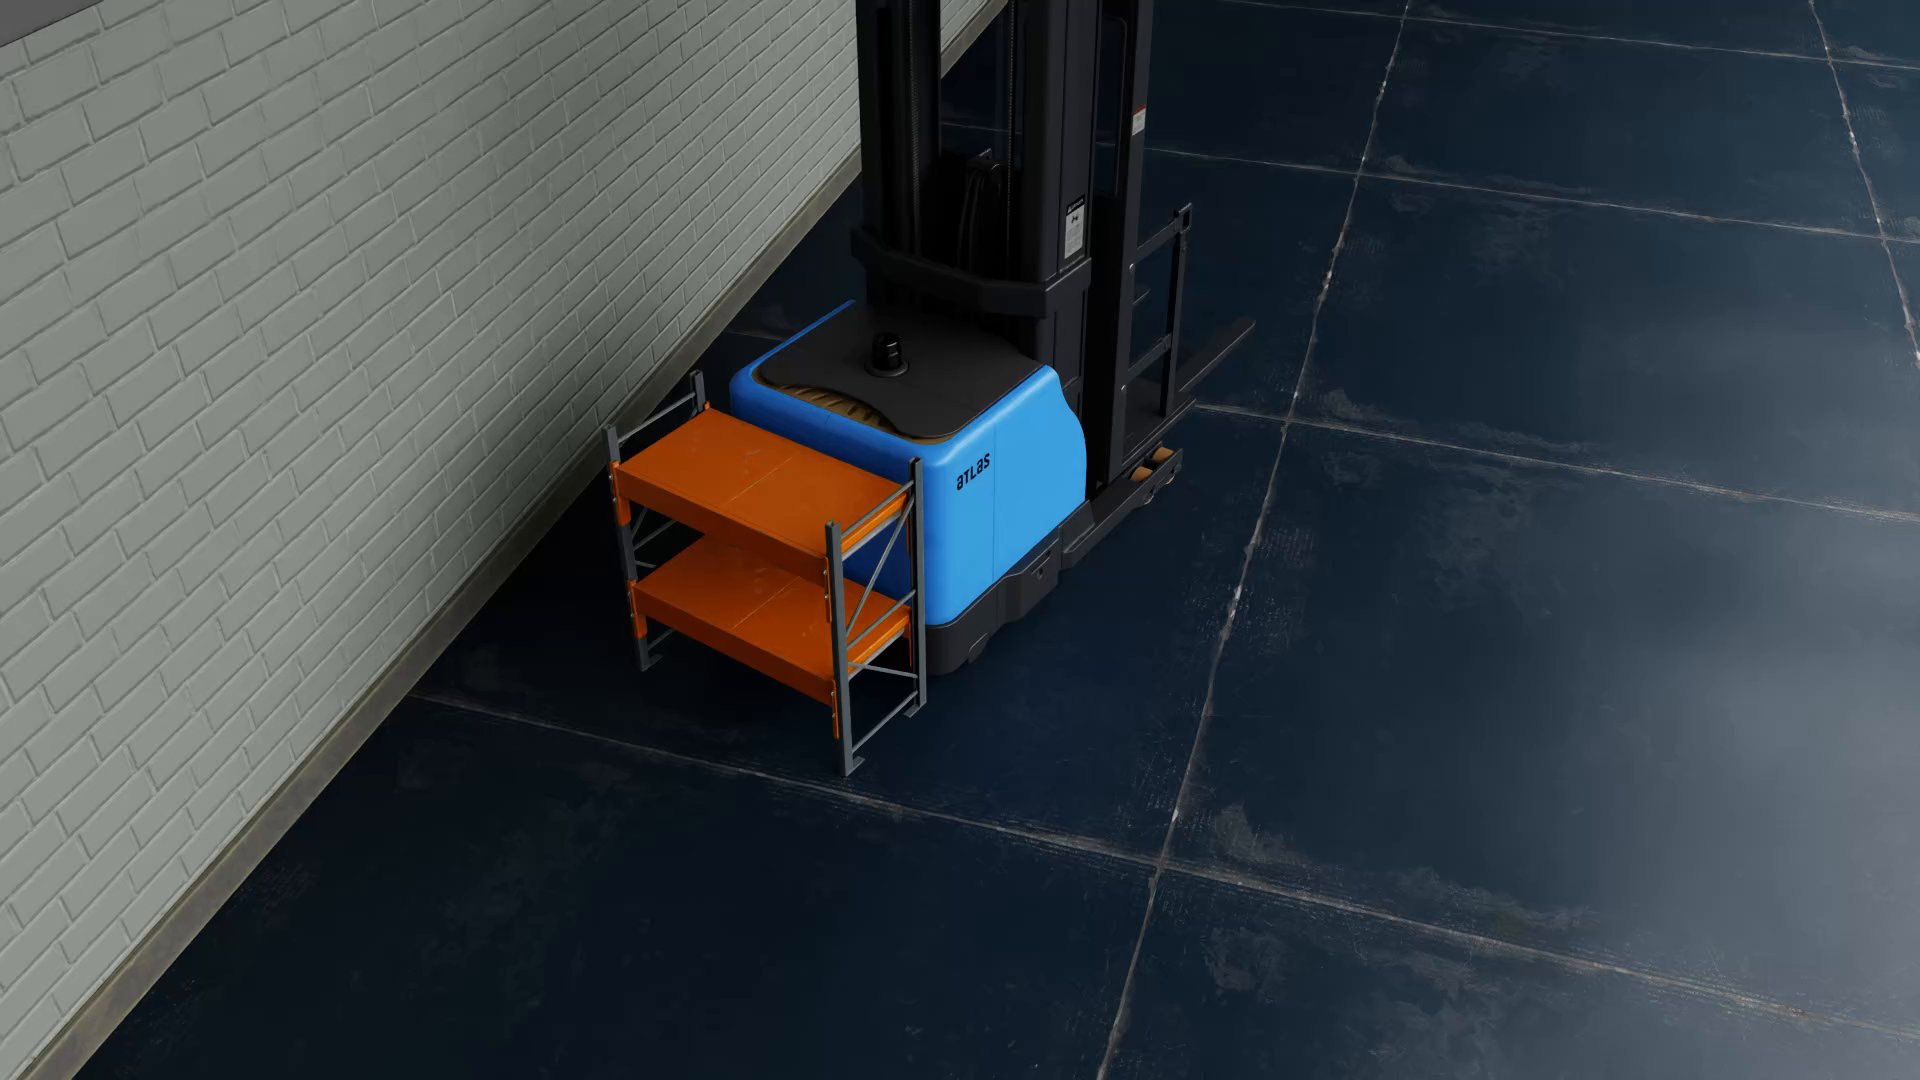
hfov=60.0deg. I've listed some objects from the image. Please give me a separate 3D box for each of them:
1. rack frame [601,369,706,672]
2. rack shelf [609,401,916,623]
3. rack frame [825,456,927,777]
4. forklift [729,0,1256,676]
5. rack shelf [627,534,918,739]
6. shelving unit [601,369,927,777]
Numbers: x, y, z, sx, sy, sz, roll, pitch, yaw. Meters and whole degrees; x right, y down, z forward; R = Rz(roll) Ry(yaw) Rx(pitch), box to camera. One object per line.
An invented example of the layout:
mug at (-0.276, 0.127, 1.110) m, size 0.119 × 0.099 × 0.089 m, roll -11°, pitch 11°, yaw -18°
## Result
rack frame at (-1.117, -0.059, 6.382) m, size 0.032 × 1.125 × 0.500 m, roll 23°, pitch 42°, yaw 28°
rack shelf at (-0.701, -0.122, 5.973) m, size 1.000 × 0.278 × 0.538 m, roll 23°, pitch 42°, yaw 28°
rack frame at (-0.285, 0.287, 5.911) m, size 0.032 × 1.125 × 0.500 m, roll 23°, pitch 42°, yaw 28°
forklift at (0.358, -1.488, 6.799) m, size 1.130 × 2.935 × 3.031 m, roll 22°, pitch 42°, yaw 27°
rack shelf at (-0.701, 0.311, 6.291) m, size 1.000 × 0.278 × 0.538 m, roll 23°, pitch 42°, yaw 28°
shelving unit at (-0.701, 0.114, 6.146) m, size 1.048 × 1.125 × 0.538 m, roll 23°, pitch 42°, yaw 28°
